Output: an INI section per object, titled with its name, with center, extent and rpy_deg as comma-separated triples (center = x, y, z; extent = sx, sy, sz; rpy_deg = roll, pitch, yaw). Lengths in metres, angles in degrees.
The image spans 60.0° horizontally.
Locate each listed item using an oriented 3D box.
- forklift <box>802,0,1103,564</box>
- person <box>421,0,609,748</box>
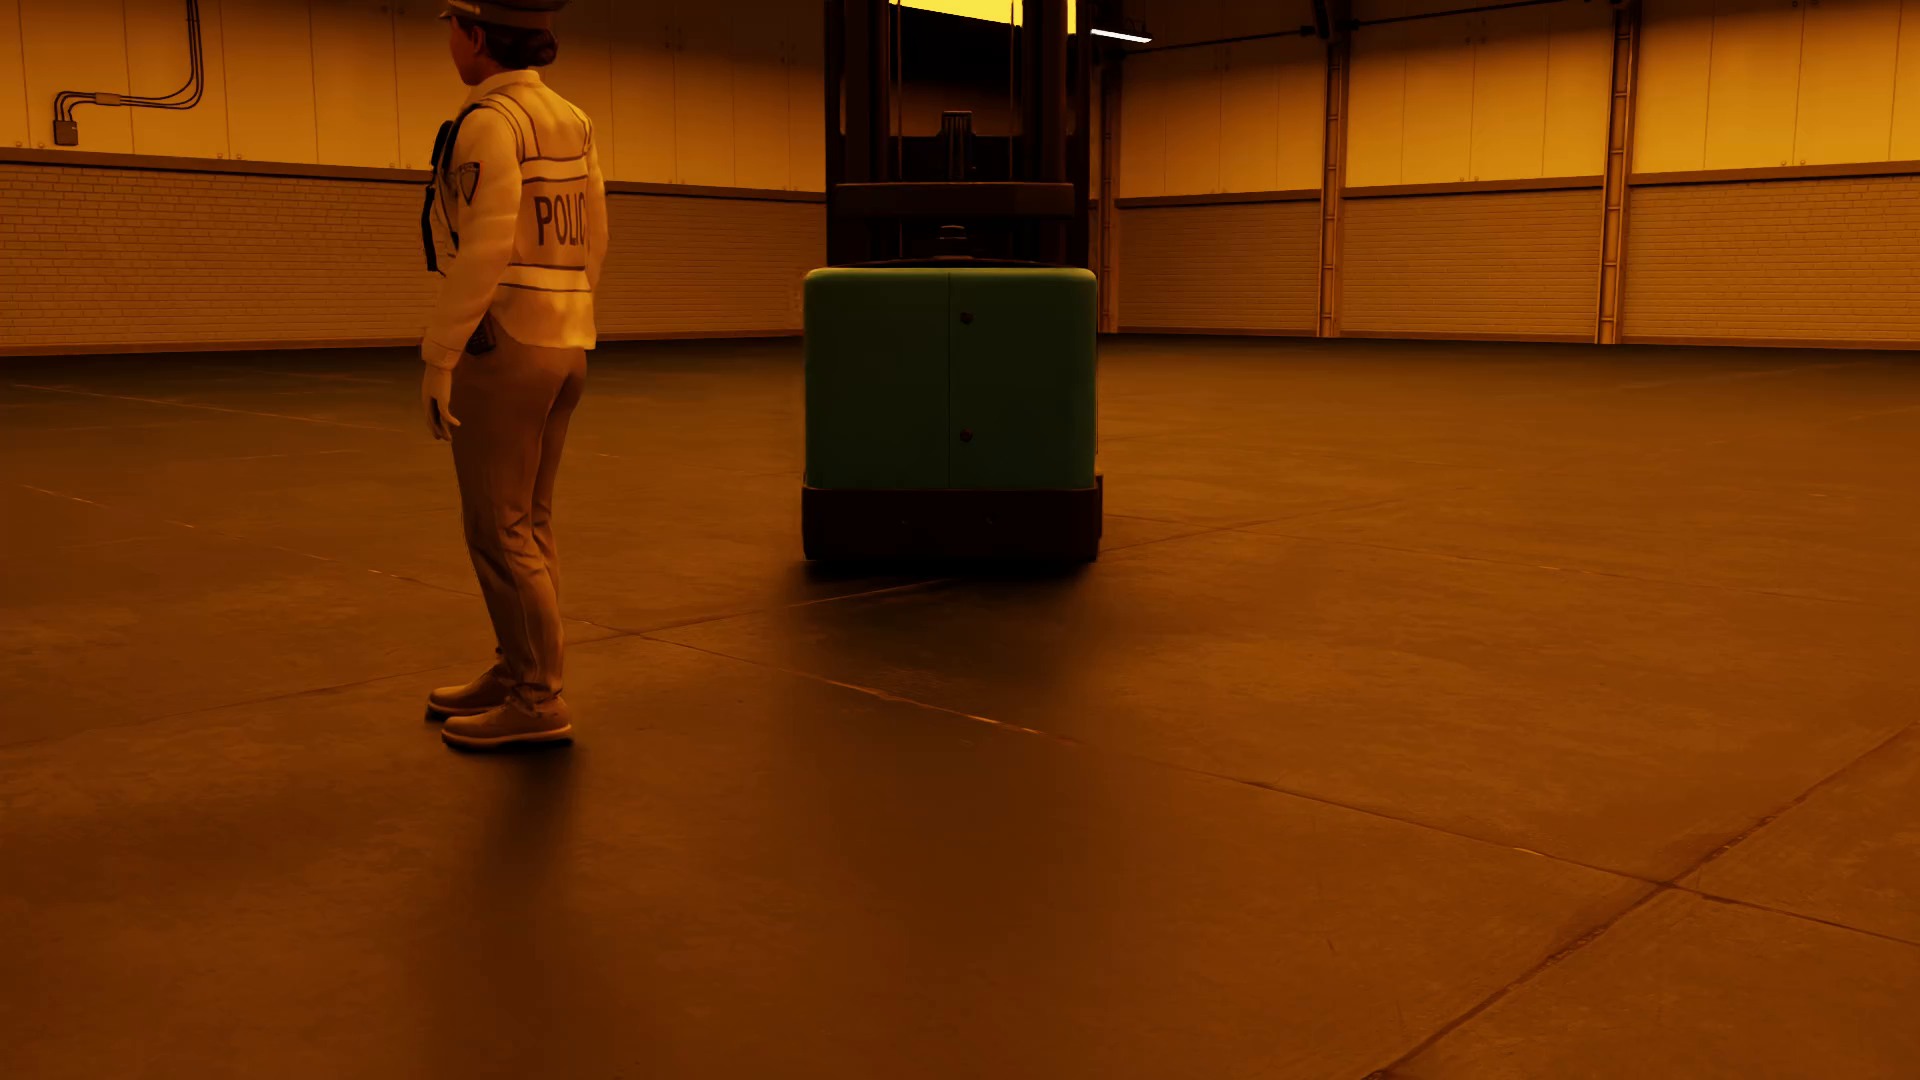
[forklift]
center = -0.005, -1.542, 7.114
extent = 1.130, 2.935, 3.031
rpy_deg = 0, 9, 1
[person]
center = -1.053, -0.390, 3.636
extent = 0.488, 1.691, 0.619
rpy_deg = 1, 9, 8
